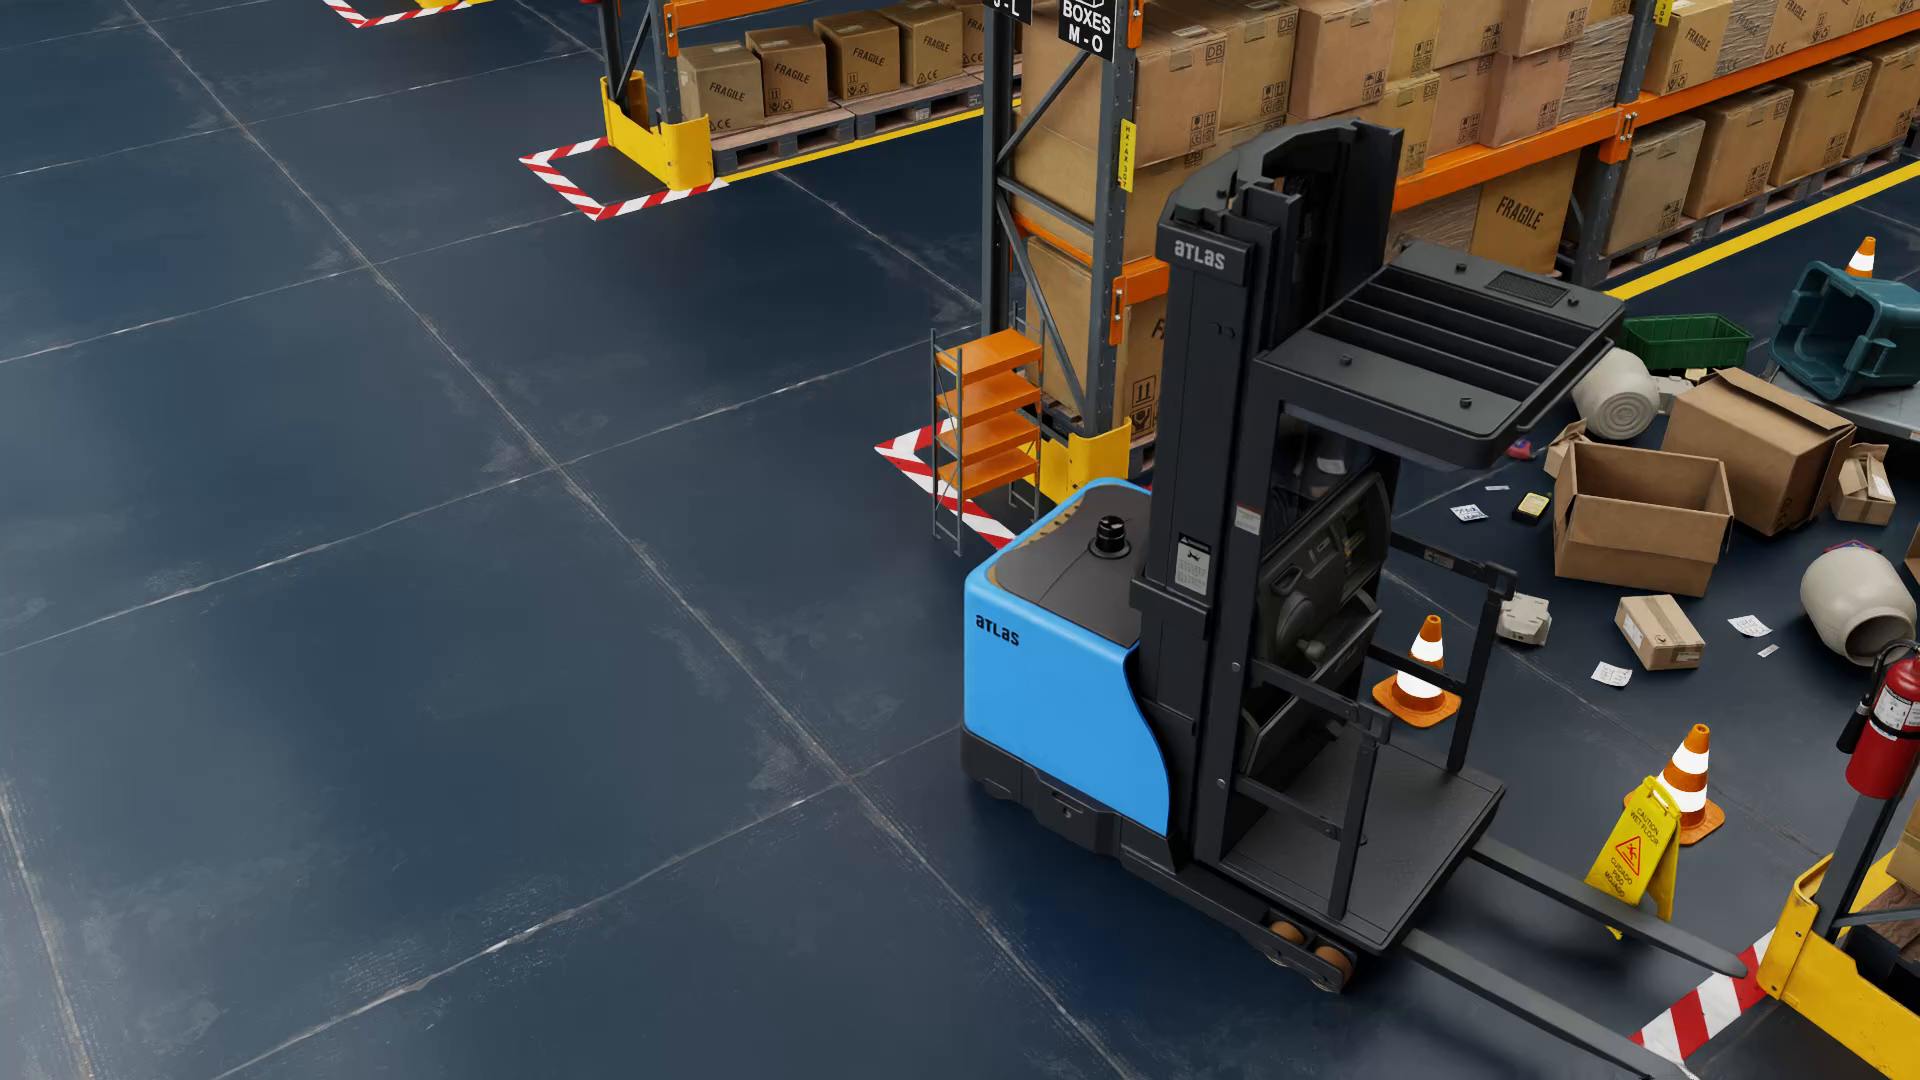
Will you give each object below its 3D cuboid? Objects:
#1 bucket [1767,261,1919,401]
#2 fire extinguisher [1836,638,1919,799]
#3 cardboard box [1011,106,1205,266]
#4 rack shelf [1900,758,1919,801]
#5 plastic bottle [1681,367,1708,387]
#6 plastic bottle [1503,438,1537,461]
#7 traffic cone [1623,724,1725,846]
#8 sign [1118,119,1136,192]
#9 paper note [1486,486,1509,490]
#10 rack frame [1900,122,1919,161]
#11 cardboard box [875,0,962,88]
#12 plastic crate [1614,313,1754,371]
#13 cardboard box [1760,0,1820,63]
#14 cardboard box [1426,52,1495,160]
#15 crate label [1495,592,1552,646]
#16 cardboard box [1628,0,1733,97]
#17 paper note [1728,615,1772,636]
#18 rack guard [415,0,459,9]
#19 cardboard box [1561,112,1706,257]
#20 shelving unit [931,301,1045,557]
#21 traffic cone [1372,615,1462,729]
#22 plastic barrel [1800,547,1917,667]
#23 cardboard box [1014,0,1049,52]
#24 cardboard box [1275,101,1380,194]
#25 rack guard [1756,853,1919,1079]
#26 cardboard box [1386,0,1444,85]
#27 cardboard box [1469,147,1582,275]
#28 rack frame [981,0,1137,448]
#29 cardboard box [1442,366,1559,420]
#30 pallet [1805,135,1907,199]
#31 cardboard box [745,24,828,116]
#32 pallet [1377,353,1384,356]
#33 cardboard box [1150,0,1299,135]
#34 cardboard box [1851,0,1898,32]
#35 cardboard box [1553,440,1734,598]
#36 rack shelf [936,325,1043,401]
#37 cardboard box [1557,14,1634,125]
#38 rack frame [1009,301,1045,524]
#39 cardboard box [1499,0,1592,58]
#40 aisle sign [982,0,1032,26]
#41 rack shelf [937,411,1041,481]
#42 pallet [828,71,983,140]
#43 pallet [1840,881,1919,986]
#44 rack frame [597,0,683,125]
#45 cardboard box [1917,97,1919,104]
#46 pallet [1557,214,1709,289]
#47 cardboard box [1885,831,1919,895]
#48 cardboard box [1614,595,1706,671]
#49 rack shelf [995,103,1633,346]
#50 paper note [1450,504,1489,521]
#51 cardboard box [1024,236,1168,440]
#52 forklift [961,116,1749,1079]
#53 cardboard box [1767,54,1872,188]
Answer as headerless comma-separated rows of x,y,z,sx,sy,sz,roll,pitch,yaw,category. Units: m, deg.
4.939,-1.135,9.074,0.620,0.611,0.726,-1,34,-18,bucket
3.027,0.531,5.322,0.183,0.674,0.296,-22,41,-28,fire extinguisher
0.729,-1.855,8.445,0.550,0.550,0.875,-22,41,-28,cardboard box
5.021,0.300,6.193,4.000,0.370,1.077,-22,41,-28,rack shelf
4.365,-0.987,9.883,0.133,0.061,0.283,15,38,20,plastic bottle
3.070,-0.515,9.227,0.283,0.061,0.133,22,41,28,plastic bottle
2.995,0.951,6.845,0.334,0.463,0.336,-22,41,-28,traffic cone
0.767,-1.764,7.638,0.005,0.325,0.100,-22,41,-28,sign
2.890,-0.280,8.944,0.123,0.001,0.032,-3,36,-4,paper note
6.991,-4.338,12.027,0.127,3.000,1.000,-22,41,-28,rack frame
-0.329,-3.992,13.326,0.500,0.500,0.500,-26,43,-32,cardboard box
4.334,-1.191,10.009,0.662,0.188,0.450,-3,26,-4,plastic crate
5.129,-3.419,10.663,0.500,0.500,0.500,-23,41,-28,cardboard box
2.481,-2.603,9.485,0.550,0.550,0.875,-22,41,-28,cardboard box
2.684,0.373,7.927,0.250,0.136,0.298,15,38,20,crate label
4.307,-3.082,10.194,0.500,0.500,0.500,-22,41,-27,cardboard box
3.793,0.409,7.979,0.142,0.019,0.148,-9,37,-12,paper note
-5.141,-5.446,15.707,0.348,0.500,1.175,-22,41,-28,rack guard
4.177,-2.502,11.040,0.750,0.750,1.050,-23,41,-28,cardboard box
0.135,-0.543,8.290,0.503,1.200,0.258,-22,41,-28,shelving unit
2.077,0.535,7.423,0.334,0.463,0.336,-22,41,-28,traffic cone
4.202,0.310,7.770,0.421,0.421,0.512,3,36,4,plastic barrel
0.597,-4.434,13.941,0.500,0.500,0.500,-24,42,-29,cardboard box
1.696,-2.179,8.895,0.550,0.550,0.875,-22,41,-28,cardboard box
3.448,1.670,5.813,0.348,0.500,1.175,-22,41,-28,rack guard
2.068,-2.846,8.898,0.500,0.550,0.875,-22,41,-28,cardboard box
3.167,-2.123,10.406,0.875,0.875,0.875,-22,41,-27,cardboard box
0.452,-1.648,8.285,0.127,3.000,1.000,-22,41,-28,rack frame
3.044,-0.967,9.478,0.500,0.500,0.500,-15,38,-20,cardboard box
6.303,-2.977,12.522,1.213,0.211,1.003,-22,41,-28,pallet
-1.334,-3.624,12.814,0.500,0.500,0.500,-12,37,-16,cardboard box
2.057,-1.230,10.092,1.213,0.211,1.003,-22,41,-28,pallet
1.174,-2.482,8.392,0.550,0.550,0.875,-22,41,-28,cardboard box
5.961,-3.764,11.142,0.500,0.500,0.500,-23,42,-29,cardboard box
3.364,-0.105,8.278,0.797,0.503,0.637,9,37,12,cardboard box
0.135,-0.862,8.061,0.480,0.148,0.258,-22,41,-28,rack shelf
3.427,-2.924,9.932,0.550,0.550,0.875,-22,41,-28,cardboard box
0.335,-0.625,8.405,0.015,1.200,0.240,-22,41,-28,rack frame
3.018,-3.144,9.313,0.550,0.550,0.875,-22,41,-28,cardboard box
0.221,-2.822,7.692,0.004,0.787,0.394,-22,41,-28,aisle sign
0.135,-0.488,8.330,0.480,0.148,0.258,-22,41,-28,rack shelf
-0.580,-3.607,13.397,1.213,0.211,1.003,-22,41,-28,pallet
4.133,1.531,6.254,1.213,0.211,1.003,-22,41,-28,pallet
-2.323,-4.049,11.624,0.127,3.000,1.000,-22,41,-28,rack frame
7.716,-3.610,12.795,0.500,0.500,0.500,-24,42,-30,cardboard box
4.309,-2.156,11.381,1.213,0.211,1.003,-22,41,-28,pallet
3.912,1.218,6.296,0.500,0.250,0.500,-23,41,-28,cardboard box
3.293,0.434,7.833,0.250,0.149,0.380,-3,36,-4,cardboard box
2.087,-2.028,9.430,4.000,0.370,1.077,-22,41,-28,rack shelf
2.678,-0.145,8.740,0.142,0.017,0.144,-9,37,-12,paper note
0.968,-1.215,9.144,0.875,0.875,0.875,-22,41,-28,cardboard box
1.470,0.144,5.853,3.031,2.935,1.130,25,43,30,forklift
5.729,-3.138,11.925,0.750,0.750,1.050,-22,41,-27,cardboard box
